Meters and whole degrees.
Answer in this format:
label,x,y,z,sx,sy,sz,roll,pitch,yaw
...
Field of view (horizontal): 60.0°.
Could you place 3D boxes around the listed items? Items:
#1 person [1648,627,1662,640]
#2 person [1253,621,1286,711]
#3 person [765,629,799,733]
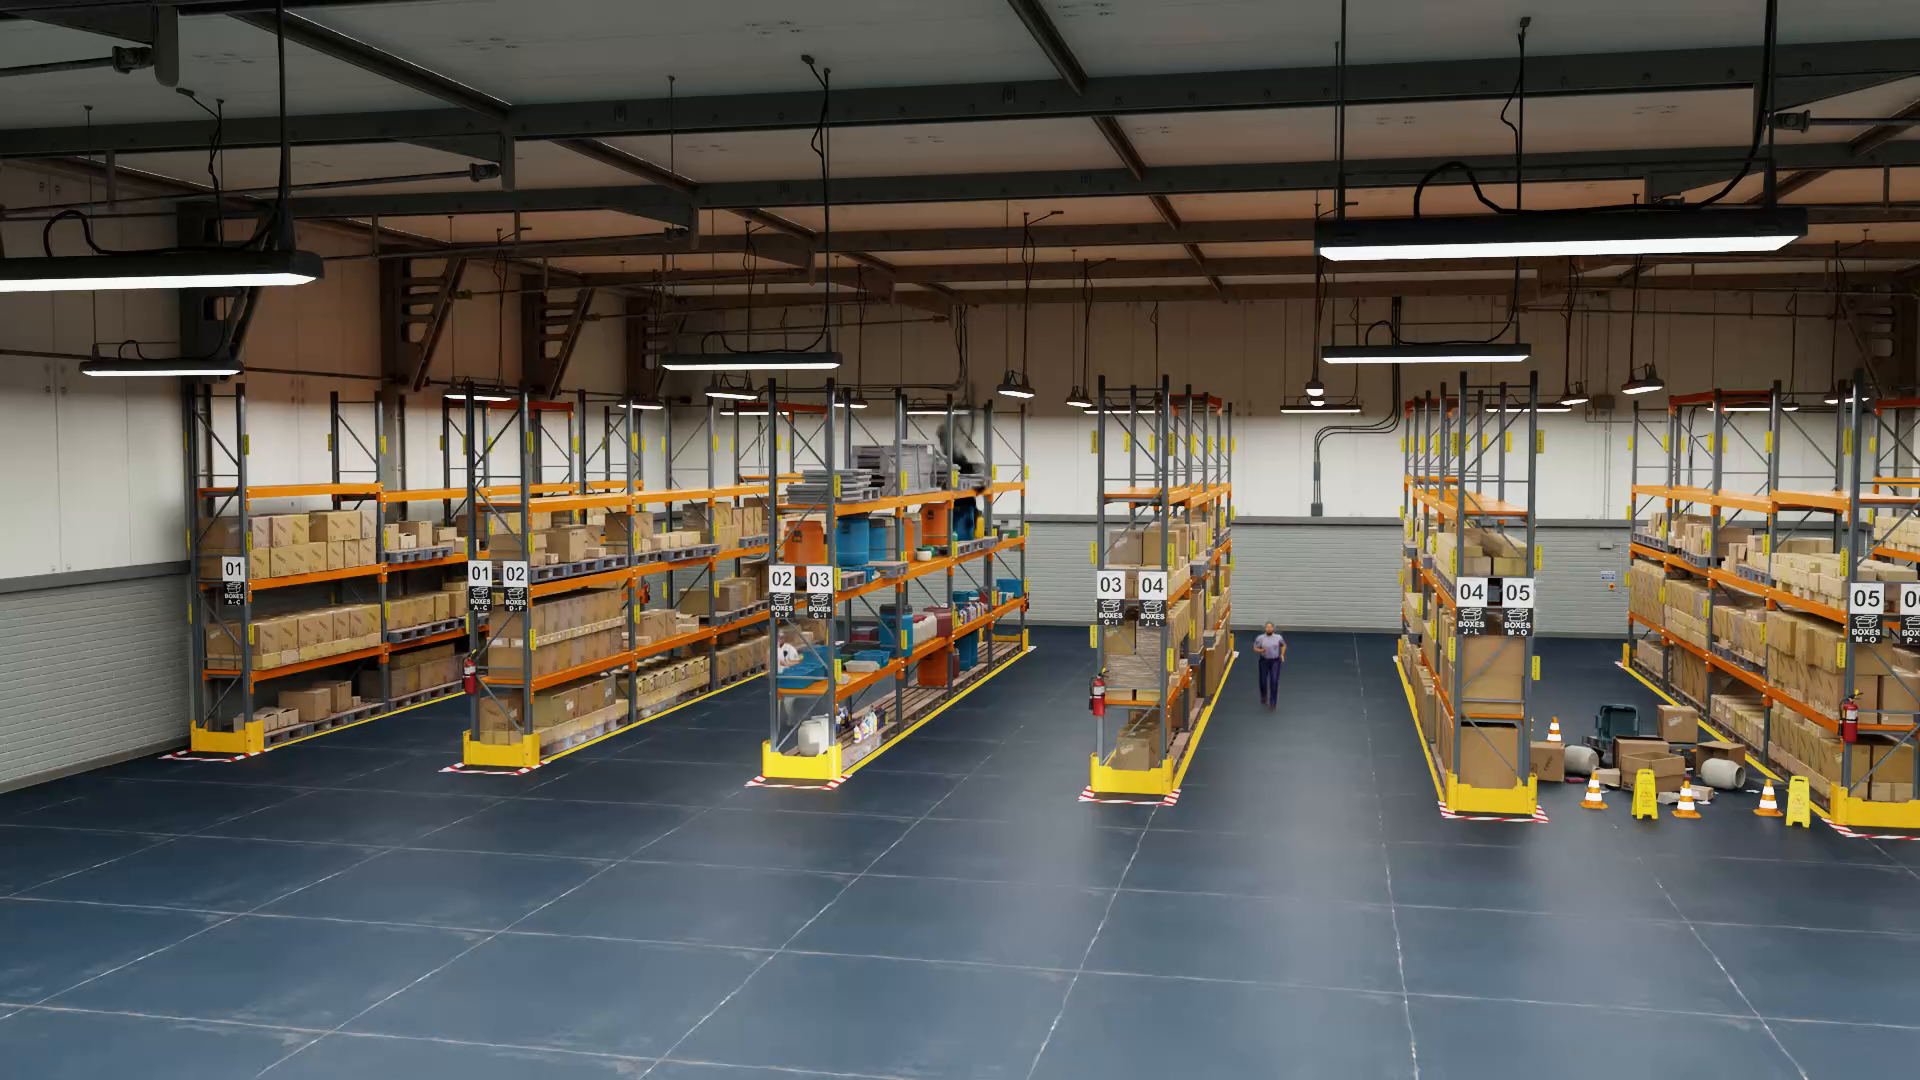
label,x,y,z,sx,sy,sz,roll,pitch,yaw
person,16.208,1.985,38.459,0.641,1.643,0.675,3,4,41
person,5.870,2.359,31.553,0.607,1.632,0.941,1,3,11
person,-3.114,2.428,29.027,0.660,1.773,0.952,0,3,7
